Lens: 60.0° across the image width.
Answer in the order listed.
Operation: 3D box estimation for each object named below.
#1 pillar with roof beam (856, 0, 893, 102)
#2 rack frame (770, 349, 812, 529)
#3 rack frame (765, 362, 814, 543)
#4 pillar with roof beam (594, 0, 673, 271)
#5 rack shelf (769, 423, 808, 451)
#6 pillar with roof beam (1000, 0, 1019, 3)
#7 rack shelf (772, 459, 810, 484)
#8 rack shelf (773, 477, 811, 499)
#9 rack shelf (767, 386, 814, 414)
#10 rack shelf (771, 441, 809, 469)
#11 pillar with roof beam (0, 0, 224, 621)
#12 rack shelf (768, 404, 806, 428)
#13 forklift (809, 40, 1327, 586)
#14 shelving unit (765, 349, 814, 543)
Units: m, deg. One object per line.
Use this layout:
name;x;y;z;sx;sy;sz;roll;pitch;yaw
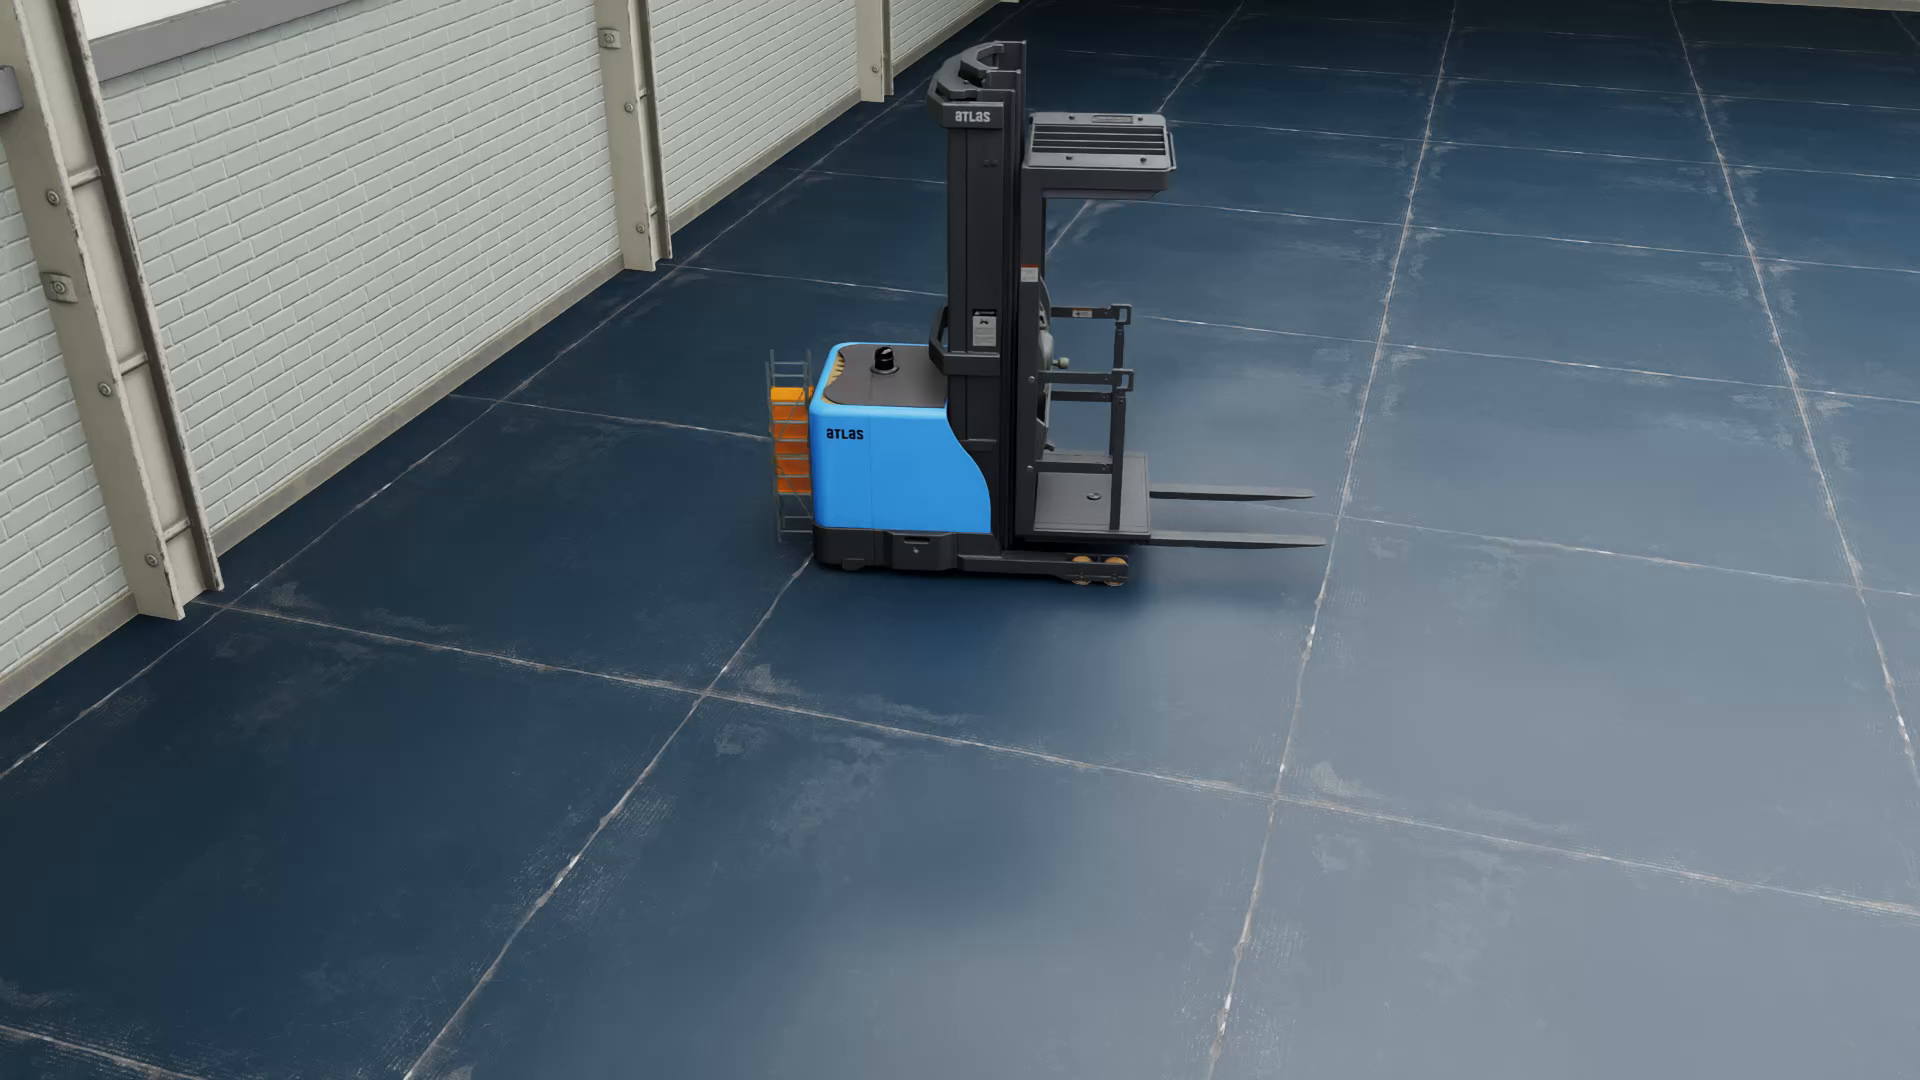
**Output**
pillar with roof beam;3.120;-8.552;16.366;9.100;9.000;0.400;8;30;15
rack frame;-0.995;-0.596;10.085;0.240;1.200;0.006;1;29;3
rack frame;-1.003;-0.507;9.925;0.240;1.200;0.006;1;29;3
pillar with roof beam;1.359;-5.764;11.354;9.100;9.000;0.400;8;30;15
rack shelf;-1.000;-0.618;9.968;0.258;0.103;0.180;1;29;3
pillar with roof beam;4.881;-11.340;21.379;9.100;9.000;0.400;8;30;15
rack shelf;-0.997;-0.408;10.085;0.258;0.103;0.180;1;29;3
rack shelf;-0.996;-0.303;10.143;0.258;0.103;0.180;1;29;3
rack shelf;-1.002;-0.828;9.851;0.258;0.103;0.180;1;29;3
rack shelf;-0.998;-0.513;10.026;0.258;0.103;0.180;1;29;3
pillar with roof beam;-0.402;-2.975;6.342;9.100;9.000;0.400;8;30;15
rack shelf;-1.001;-0.723;9.910;0.258;0.103;0.180;1;29;3
forklift;0.668;-1.280;9.535;3.031;2.935;1.130;2;29;4
shelving unit;-0.999;-0.552;10.005;0.258;1.200;0.189;1;29;3
